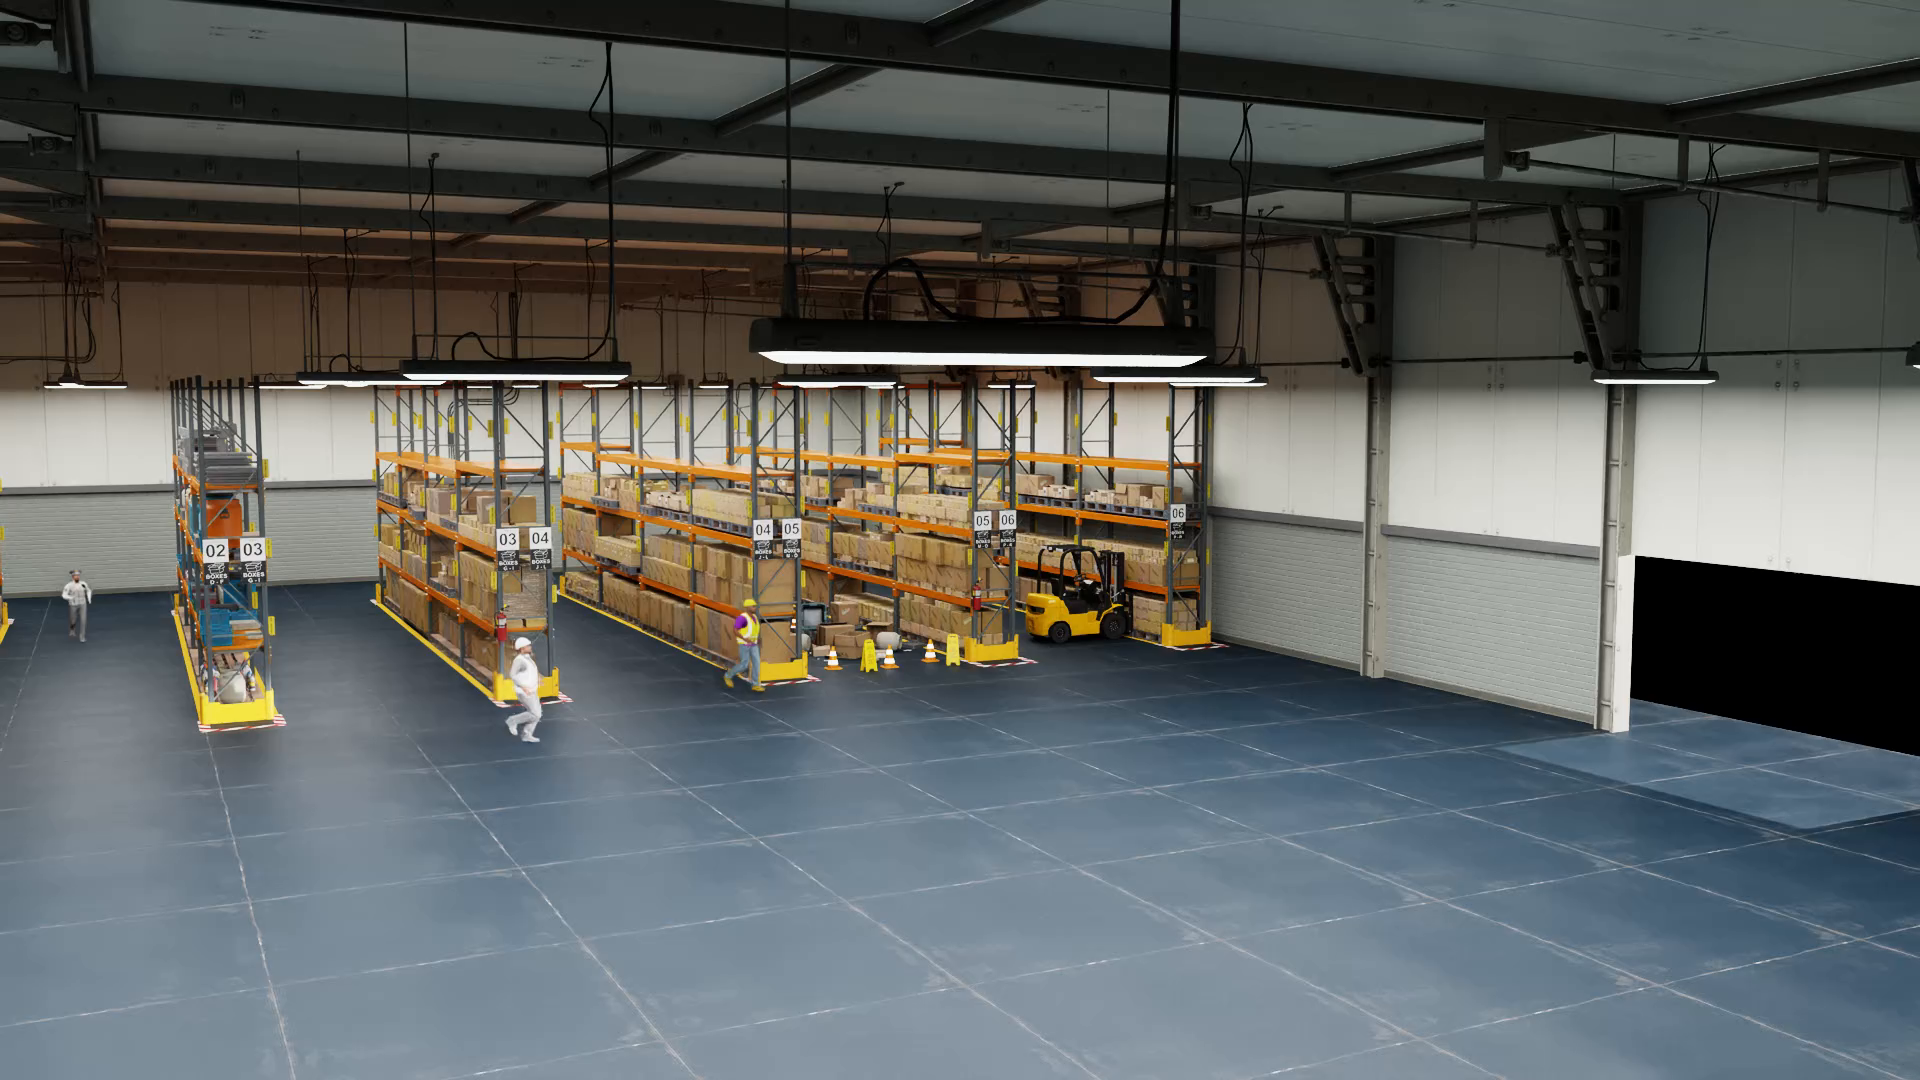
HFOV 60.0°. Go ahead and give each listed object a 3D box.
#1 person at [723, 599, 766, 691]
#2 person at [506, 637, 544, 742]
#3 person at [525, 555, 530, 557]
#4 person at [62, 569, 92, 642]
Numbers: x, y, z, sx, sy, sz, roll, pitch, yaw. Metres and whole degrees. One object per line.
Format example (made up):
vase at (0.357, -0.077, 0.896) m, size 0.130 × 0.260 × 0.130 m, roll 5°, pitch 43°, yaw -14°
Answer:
person at (-4.078, 2.006, 31.951) m, size 0.879 × 1.749 × 0.752 m, roll 3°, pitch 6°, yaw 27°
person at (-7.117, 2.454, 27.195) m, size 0.585 × 1.733 × 0.660 m, roll 0°, pitch 5°, yaw 2°
person at (-12.304, 0.820, 46.398) m, size 0.604 × 1.542 × 0.551 m, roll 1°, pitch 5°, yaw 7°
person at (-20.248, 1.495, 38.174) m, size 0.628 × 1.662 × 0.800 m, roll -4°, pitch 6°, yaw -38°
